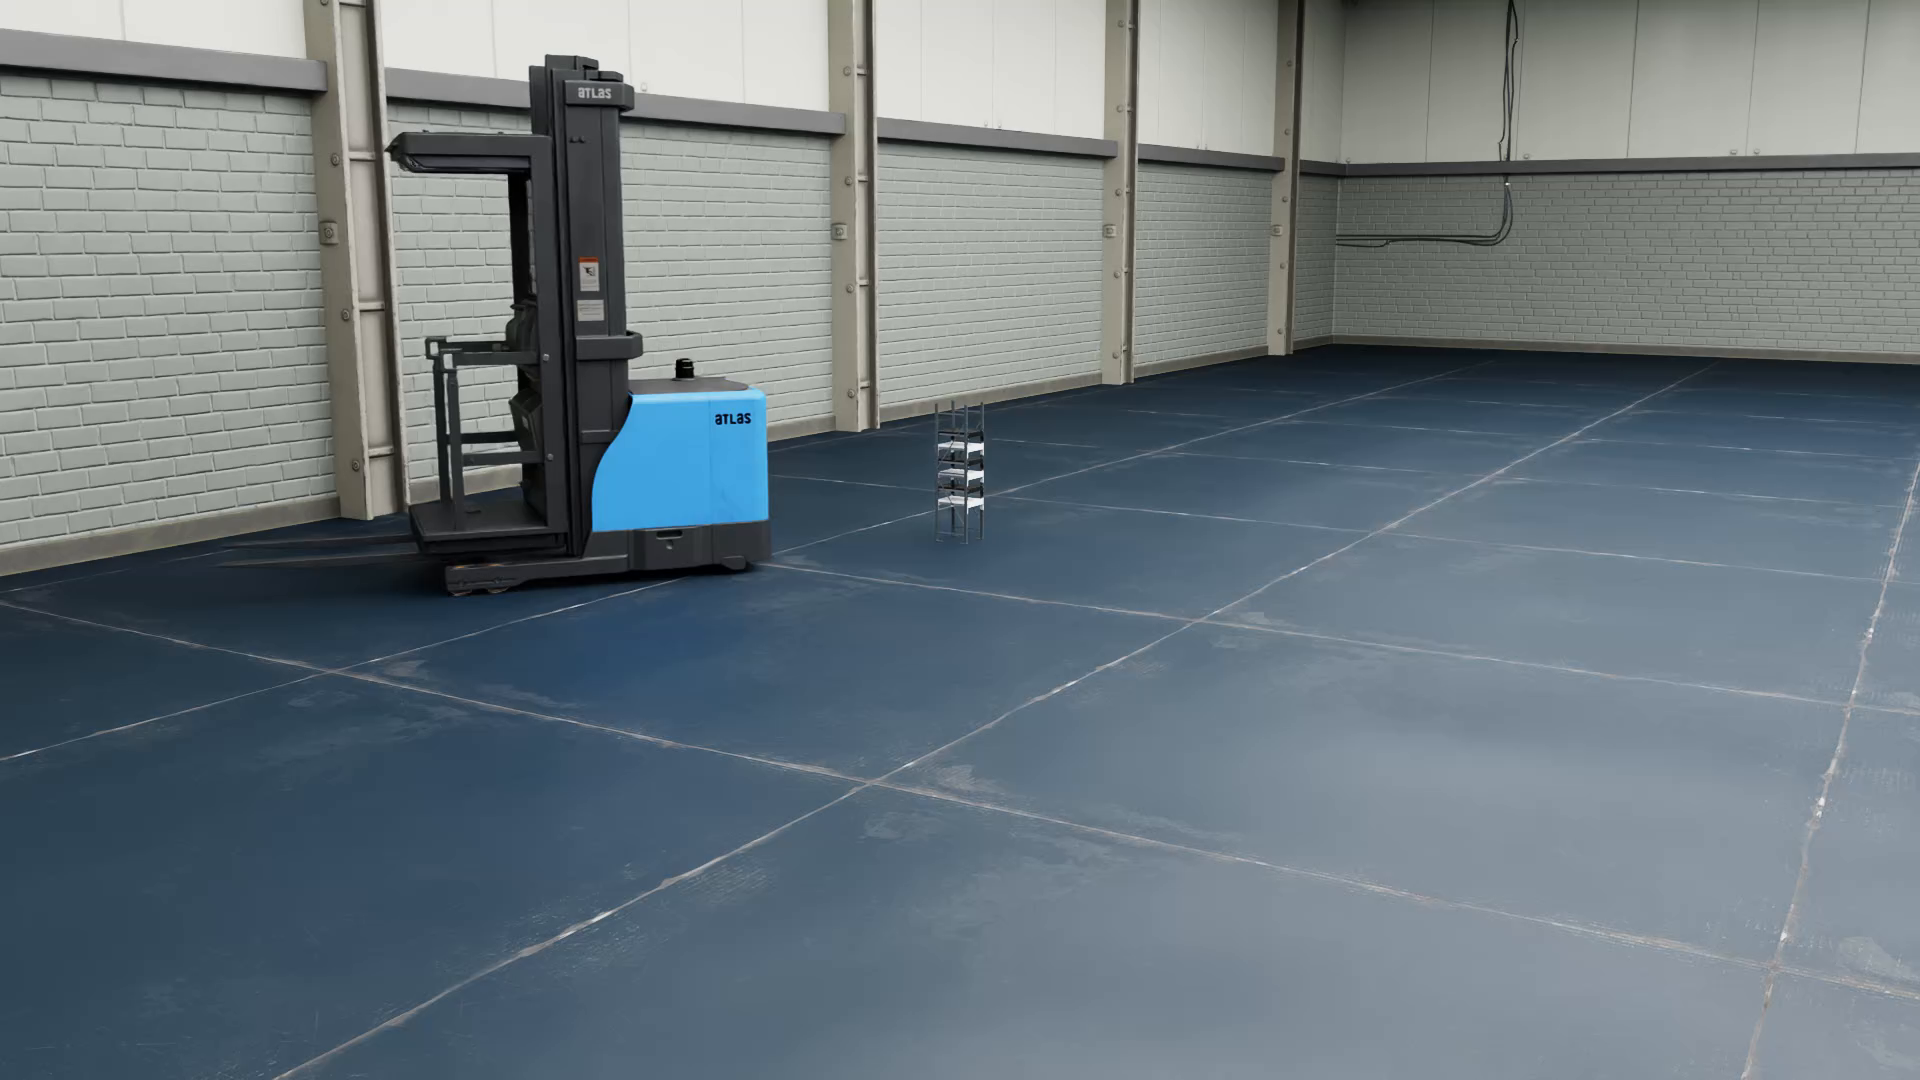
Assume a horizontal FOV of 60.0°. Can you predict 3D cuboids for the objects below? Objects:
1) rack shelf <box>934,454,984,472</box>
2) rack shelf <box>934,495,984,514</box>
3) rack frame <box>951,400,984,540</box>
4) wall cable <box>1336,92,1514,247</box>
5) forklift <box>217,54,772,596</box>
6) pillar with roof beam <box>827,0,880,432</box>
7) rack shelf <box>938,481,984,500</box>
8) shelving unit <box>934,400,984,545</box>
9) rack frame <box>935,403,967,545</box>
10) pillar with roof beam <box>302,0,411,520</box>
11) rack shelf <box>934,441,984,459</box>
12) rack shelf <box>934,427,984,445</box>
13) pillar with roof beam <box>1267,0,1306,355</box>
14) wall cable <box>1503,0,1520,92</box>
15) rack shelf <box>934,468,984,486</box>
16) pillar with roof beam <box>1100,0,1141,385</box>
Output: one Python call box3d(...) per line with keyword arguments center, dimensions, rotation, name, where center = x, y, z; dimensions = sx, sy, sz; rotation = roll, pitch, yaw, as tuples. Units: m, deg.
box3d(center=(-0.004, -0.497, 10.769), dimensions=(0.258, 0.077, 0.200), rotation=(6, 12, 31), name="rack shelf")
box3d(center=(-0.004, -0.231, 10.818), dimensions=(0.258, 0.077, 0.200), rotation=(6, 12, 31), name="rack shelf")
box3d(center=(0.049, -0.457, 10.864), dimensions=(0.240, 0.900, 0.006), rotation=(6, 12, 31), name="rack frame")
box3d(center=(7.840, -6.247, 28.224), dimensions=(3.097, 2.526, 0.112), rotation=(6, 12, 31), name="wall cable")
box3d(center=(-2.693, -1.240, 9.526), dimensions=(3.031, 2.935, 1.130), rotation=(-4, 11, -21), name="forklift")
box3d(center=(2.630, -5.138, 13.860), dimensions=(9.100, 9.000, 0.400), rotation=(6, 12, 31), name="pillar with roof beam")
box3d(center=(-0.004, -0.320, 10.802), dimensions=(0.258, 0.077, 0.200), rotation=(6, 12, 31), name="rack shelf")
box3d(center=(-0.004, -0.441, 10.779), dimensions=(0.258, 0.900, 0.210), rotation=(6, 12, 31), name="shelving unit")
box3d(center=(-0.057, -0.425, 10.694), dimensions=(0.240, 0.900, 0.006), rotation=(6, 12, 31), name="rack frame")
box3d(center=(-0.486, -4.195, 8.820), dimensions=(9.100, 9.000, 0.400), rotation=(6, 12, 31), name="pillar with roof beam")
box3d(center=(-0.004, -0.585, 10.752), dimensions=(0.258, 0.077, 0.200), rotation=(6, 12, 31), name="rack shelf")
box3d(center=(-0.004, -0.674, 10.736), dimensions=(0.258, 0.077, 0.200), rotation=(6, 12, 31), name="rack shelf")
box3d(center=(8.860, -7.025, 23.941), dimensions=(9.100, 9.000, 0.400), rotation=(6, 12, 31), name="pillar with roof beam")
box3d(center=(10.152, -8.471, 26.378), dimensions=(3.097, 2.526, 0.112), rotation=(6, 12, 31), name="wall cable")
box3d(center=(-0.004, -0.408, 10.785), dimensions=(0.258, 0.077, 0.200), rotation=(6, 12, 31), name="rack shelf")
box3d(center=(5.745, -6.082, 18.900), dimensions=(9.100, 9.000, 0.400), rotation=(6, 12, 31), name="pillar with roof beam")
